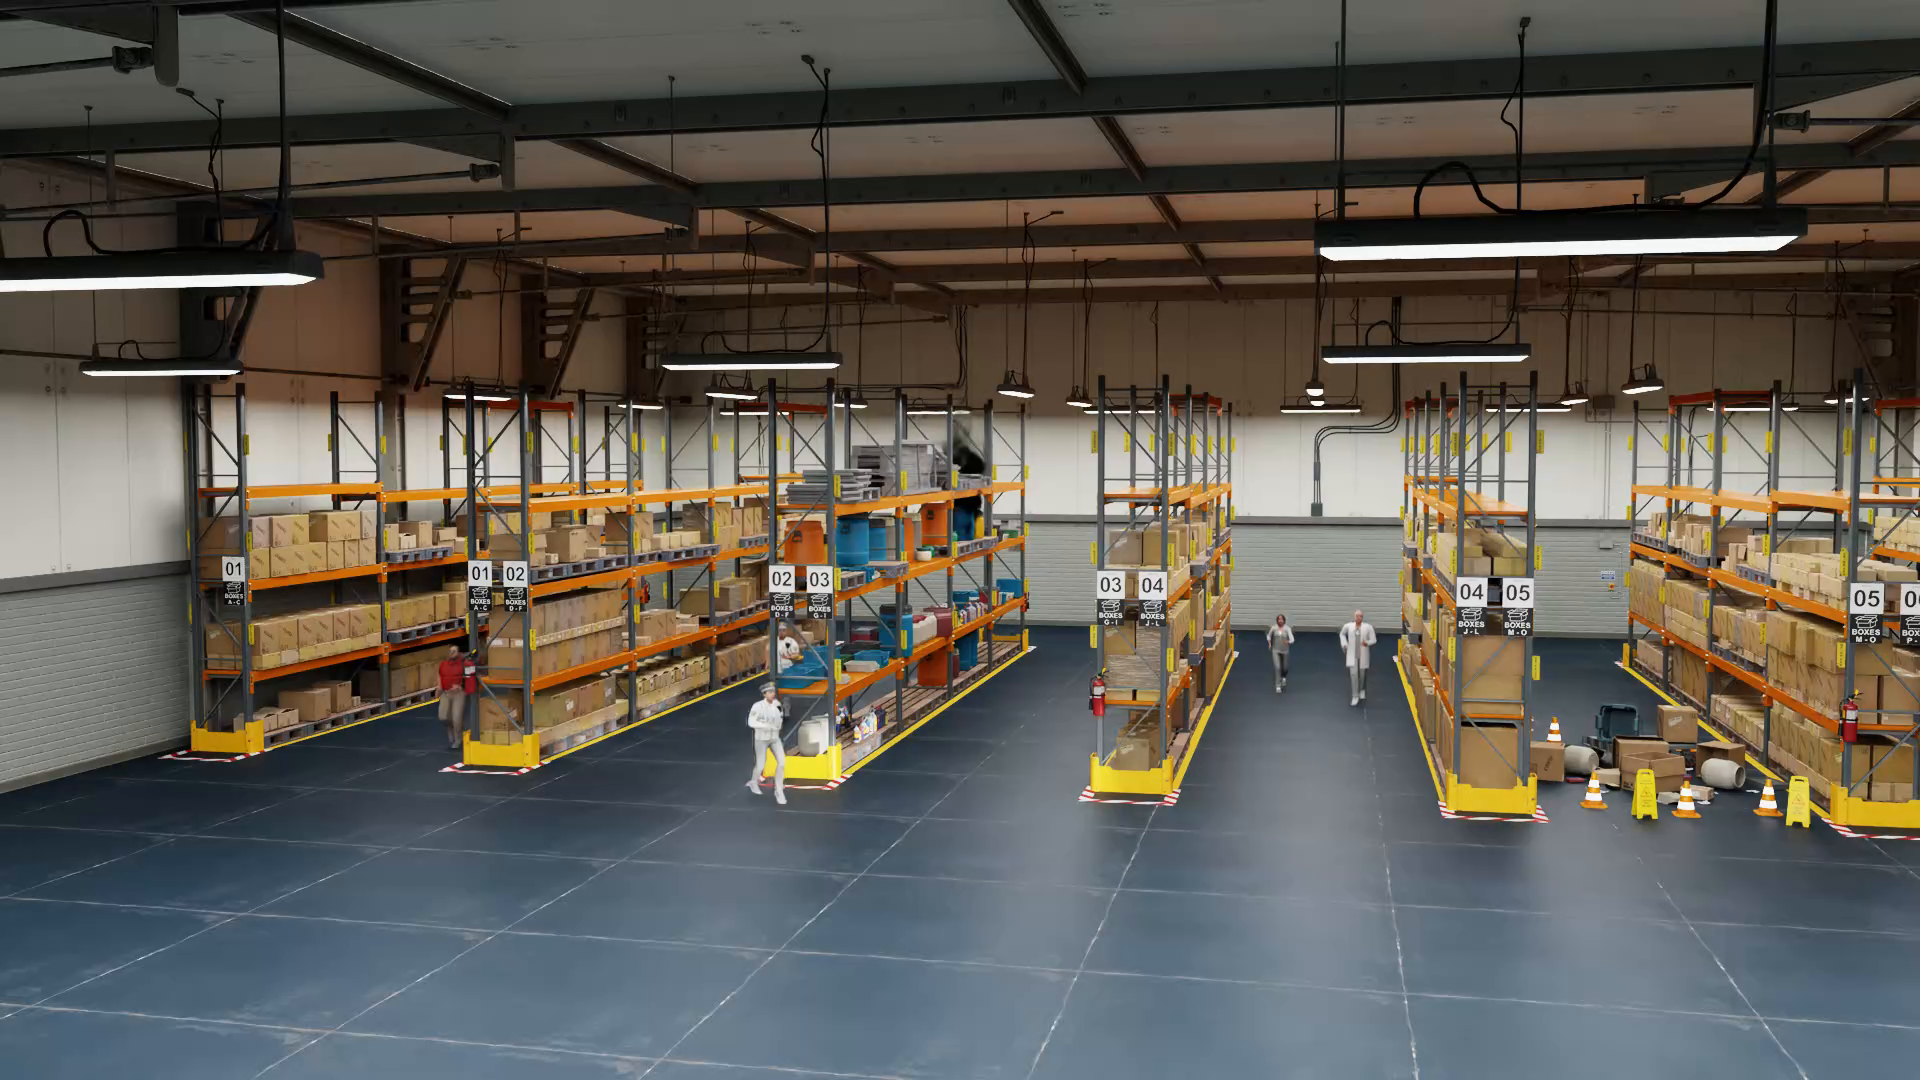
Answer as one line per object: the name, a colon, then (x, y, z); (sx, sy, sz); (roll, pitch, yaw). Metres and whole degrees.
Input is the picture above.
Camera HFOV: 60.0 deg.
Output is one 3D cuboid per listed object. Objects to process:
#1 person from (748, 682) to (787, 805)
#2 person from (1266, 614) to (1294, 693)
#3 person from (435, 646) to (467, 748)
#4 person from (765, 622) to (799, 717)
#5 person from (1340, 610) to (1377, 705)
person: (-2.719, 2.831, 23.405); (0.634, 1.721, 0.823); (-2, 4, -32)
person: (6.487, 2.292, 33.705); (0.547, 1.551, 0.822); (1, 3, 11)
person: (-8.383, 2.591, 27.477); (0.657, 1.686, 0.590); (0, 3, 5)
person: (-3.229, 2.405, 30.133); (0.631, 1.850, 0.768); (0, 3, -4)
person: (7.726, 2.260, 32.298); (0.705, 1.794, 0.920); (1, 3, 15)
